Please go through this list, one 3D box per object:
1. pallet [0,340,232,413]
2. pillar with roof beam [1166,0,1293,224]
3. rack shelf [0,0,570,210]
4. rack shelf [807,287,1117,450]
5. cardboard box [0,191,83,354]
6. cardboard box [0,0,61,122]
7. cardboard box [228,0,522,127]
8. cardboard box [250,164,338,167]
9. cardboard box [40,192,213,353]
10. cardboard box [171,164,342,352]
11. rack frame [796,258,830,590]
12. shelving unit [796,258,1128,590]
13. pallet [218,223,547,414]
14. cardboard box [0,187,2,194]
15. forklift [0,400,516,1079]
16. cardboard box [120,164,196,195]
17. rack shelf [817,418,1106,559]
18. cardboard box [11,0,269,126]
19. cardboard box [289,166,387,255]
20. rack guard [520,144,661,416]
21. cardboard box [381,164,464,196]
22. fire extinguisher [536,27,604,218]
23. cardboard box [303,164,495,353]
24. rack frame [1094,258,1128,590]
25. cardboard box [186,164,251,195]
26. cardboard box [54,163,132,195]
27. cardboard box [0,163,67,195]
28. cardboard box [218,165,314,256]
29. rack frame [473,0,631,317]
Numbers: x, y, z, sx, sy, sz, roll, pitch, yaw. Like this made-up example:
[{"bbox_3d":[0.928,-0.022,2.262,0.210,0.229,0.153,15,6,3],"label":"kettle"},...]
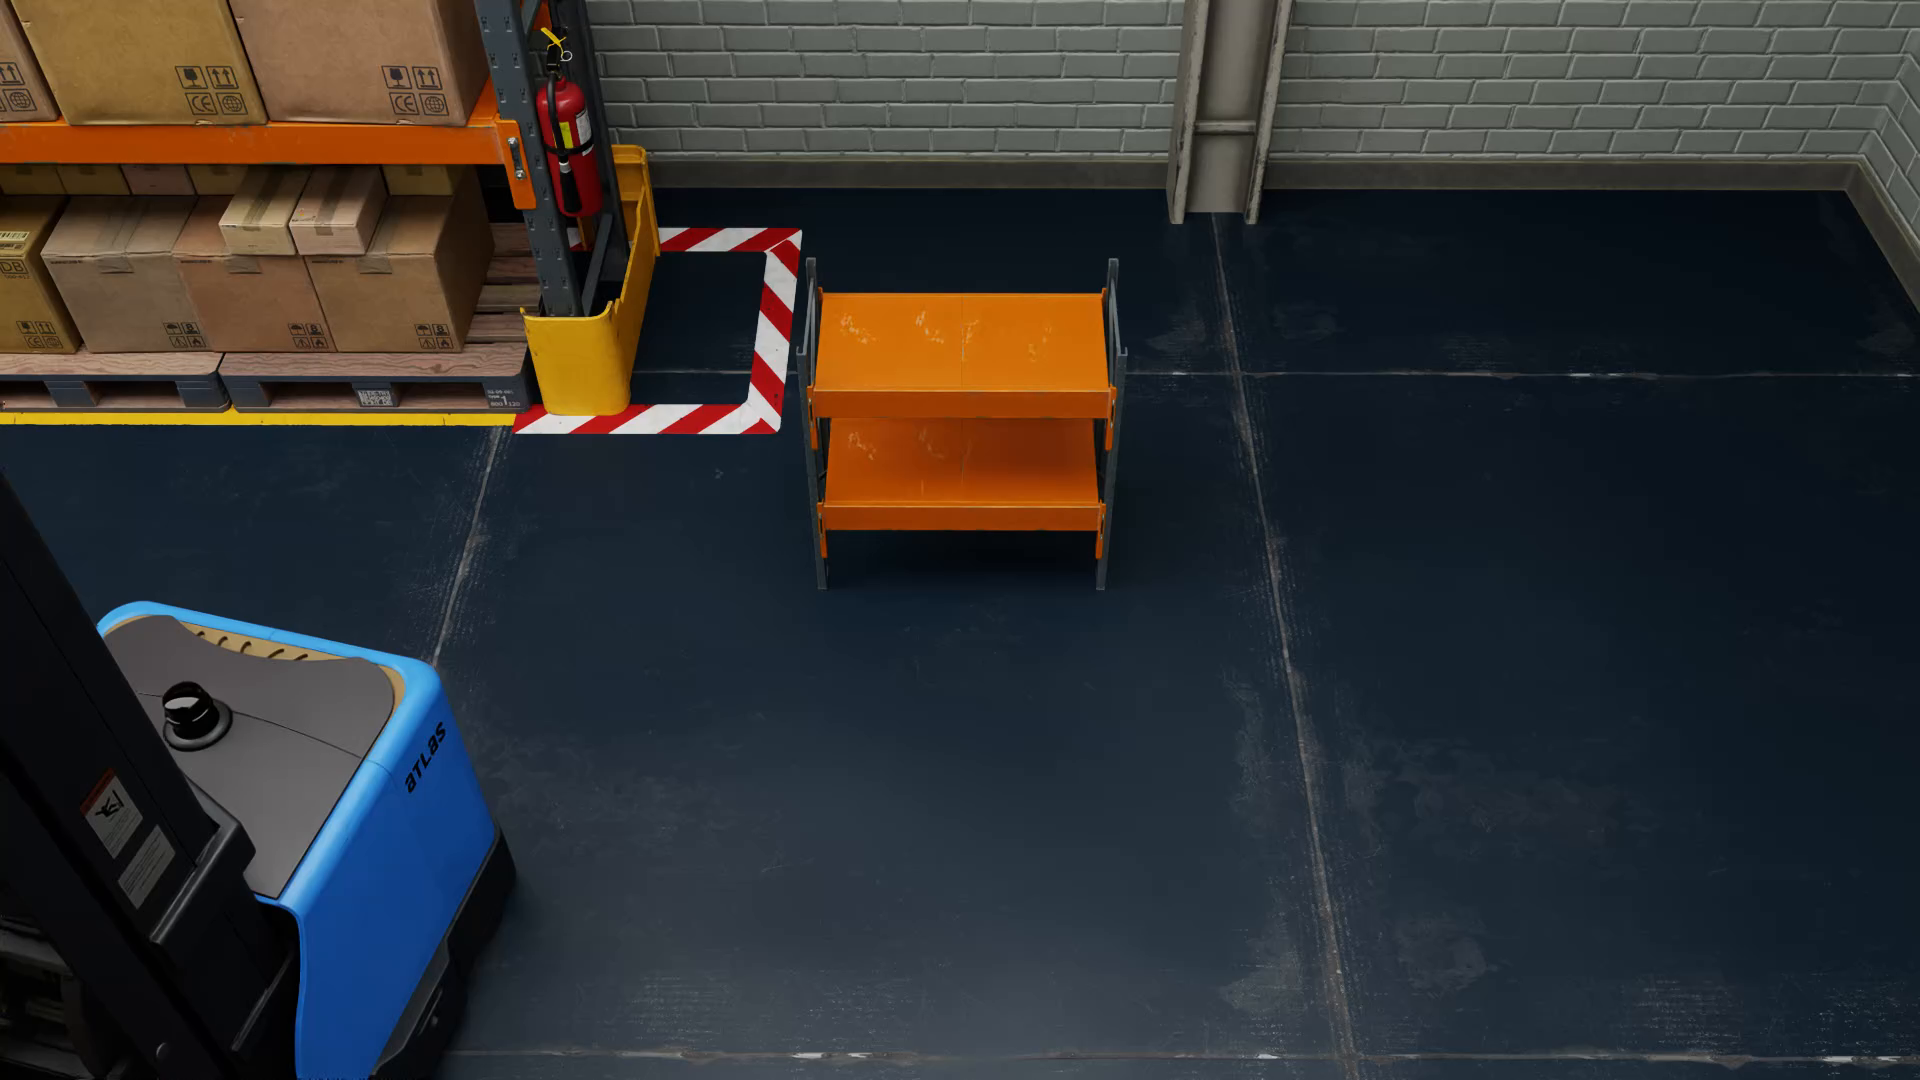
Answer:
[{"bbox_3d":[-3.558,-0.953,6.993,1.213,0.211,1.003,0,47,0],"label":"pallet"},{"bbox_3d":[1.146,-1.471,1.472,0.400,9.000,9.100,0,47,0],"label":"pillar with roof beam"},{"bbox_3d":[-3.541,-1.713,6.287,4.000,0.370,1.077,0,47,0],"label":"rack shelf"},{"bbox_3d":[0.007,-0.583,5.624,1.000,0.278,0.538,0,47,0],"label":"rack shelf"},{"bbox_3d":[-3.778,-1.171,6.712,0.500,0.500,0.700,1,47,1],"label":"cardboard box"},{"bbox_3d":[-3.541,-2.052,5.905,0.700,0.700,0.980,-2,47,-2],"label":"cardboard box"},{"bbox_3d":[-2.051,-2.049,5.903,0.700,0.700,0.980,2,47,2],"label":"cardboard box"},{"bbox_3d":[-2.622,-1.541,6.612,0.250,0.149,0.380,0,47,0],"label":"cardboard box"},{"bbox_3d":[-3.245,-1.175,6.715,0.500,0.500,0.700,-1,47,-1],"label":"cardboard box"},{"bbox_3d":[-2.742,-1.174,6.714,0.500,0.500,0.700,0,47,0],"label":"cardboard box"},{"bbox_3d":[-0.502,-0.385,5.840,0.032,1.125,0.500,0,47,0],"label":"rack frame"},{"bbox_3d":[0.007,-0.383,5.838,1.048,1.125,0.538,0,47,0],"label":"shelving unit"},{"bbox_3d":[-2.341,-0.947,6.988,1.213,0.211,1.003,0,47,0],"label":"pallet"},{"bbox_3d":[-3.895,-1.543,6.615,0.250,0.149,0.380,1,47,1],"label":"cardboard box"},{"bbox_3d":[-2.251,1.022,3.296,1.130,2.935,3.031,11,48,10],"label":"forklift"},{"bbox_3d":[-3.127,-1.542,6.614,0.250,0.149,0.380,1,47,1],"label":"cardboard box"},{"bbox_3d":[0.007,-0.217,6.017,1.000,0.278,0.538,0,47,0],"label":"rack shelf"},{"bbox_3d":[-2.779,-2.043,5.897,0.700,0.700,0.980,0,47,0],"label":"cardboard box"},{"bbox_3d":[-2.371,-1.261,6.352,0.250,0.149,0.380,0,47,0],"label":"cardboard box"},{"bbox_3d":[-1.517,-1.101,6.933,0.348,0.500,1.175,0,47,0],"label":"rack guard"},{"bbox_3d":[-2.116,-1.540,6.612,0.250,0.149,0.380,0,47,0],"label":"cardboard box"},{"bbox_3d":[-1.392,-1.461,5.868,0.183,0.674,0.296,0,47,0],"label":"fire extinguisher"},{"bbox_3d":[-2.242,-1.173,6.713,0.500,0.500,0.700,0,47,0],"label":"cardboard box"},{"bbox_3d":[0.515,-0.382,5.837,0.032,1.125,0.500,0,47,0],"label":"rack frame"},{"bbox_3d":[-2.873,-1.542,6.613,0.250,0.149,0.380,1,47,0],"label":"cardboard box"},{"bbox_3d":[-3.384,-1.542,6.614,0.250,0.149,0.380,1,47,1],"label":"cardboard box"},{"bbox_3d":[-3.637,-1.543,6.615,0.250,0.149,0.380,-1,47,-1],"label":"cardboard box"},{"bbox_3d":[-2.626,-1.261,6.352,0.250,0.149,0.380,1,47,1],"label":"cardboard box"},{"bbox_3d":[-1.541,-1.953,6.018,0.127,3.000,1.000,0,47,0],"label":"rack frame"}]
